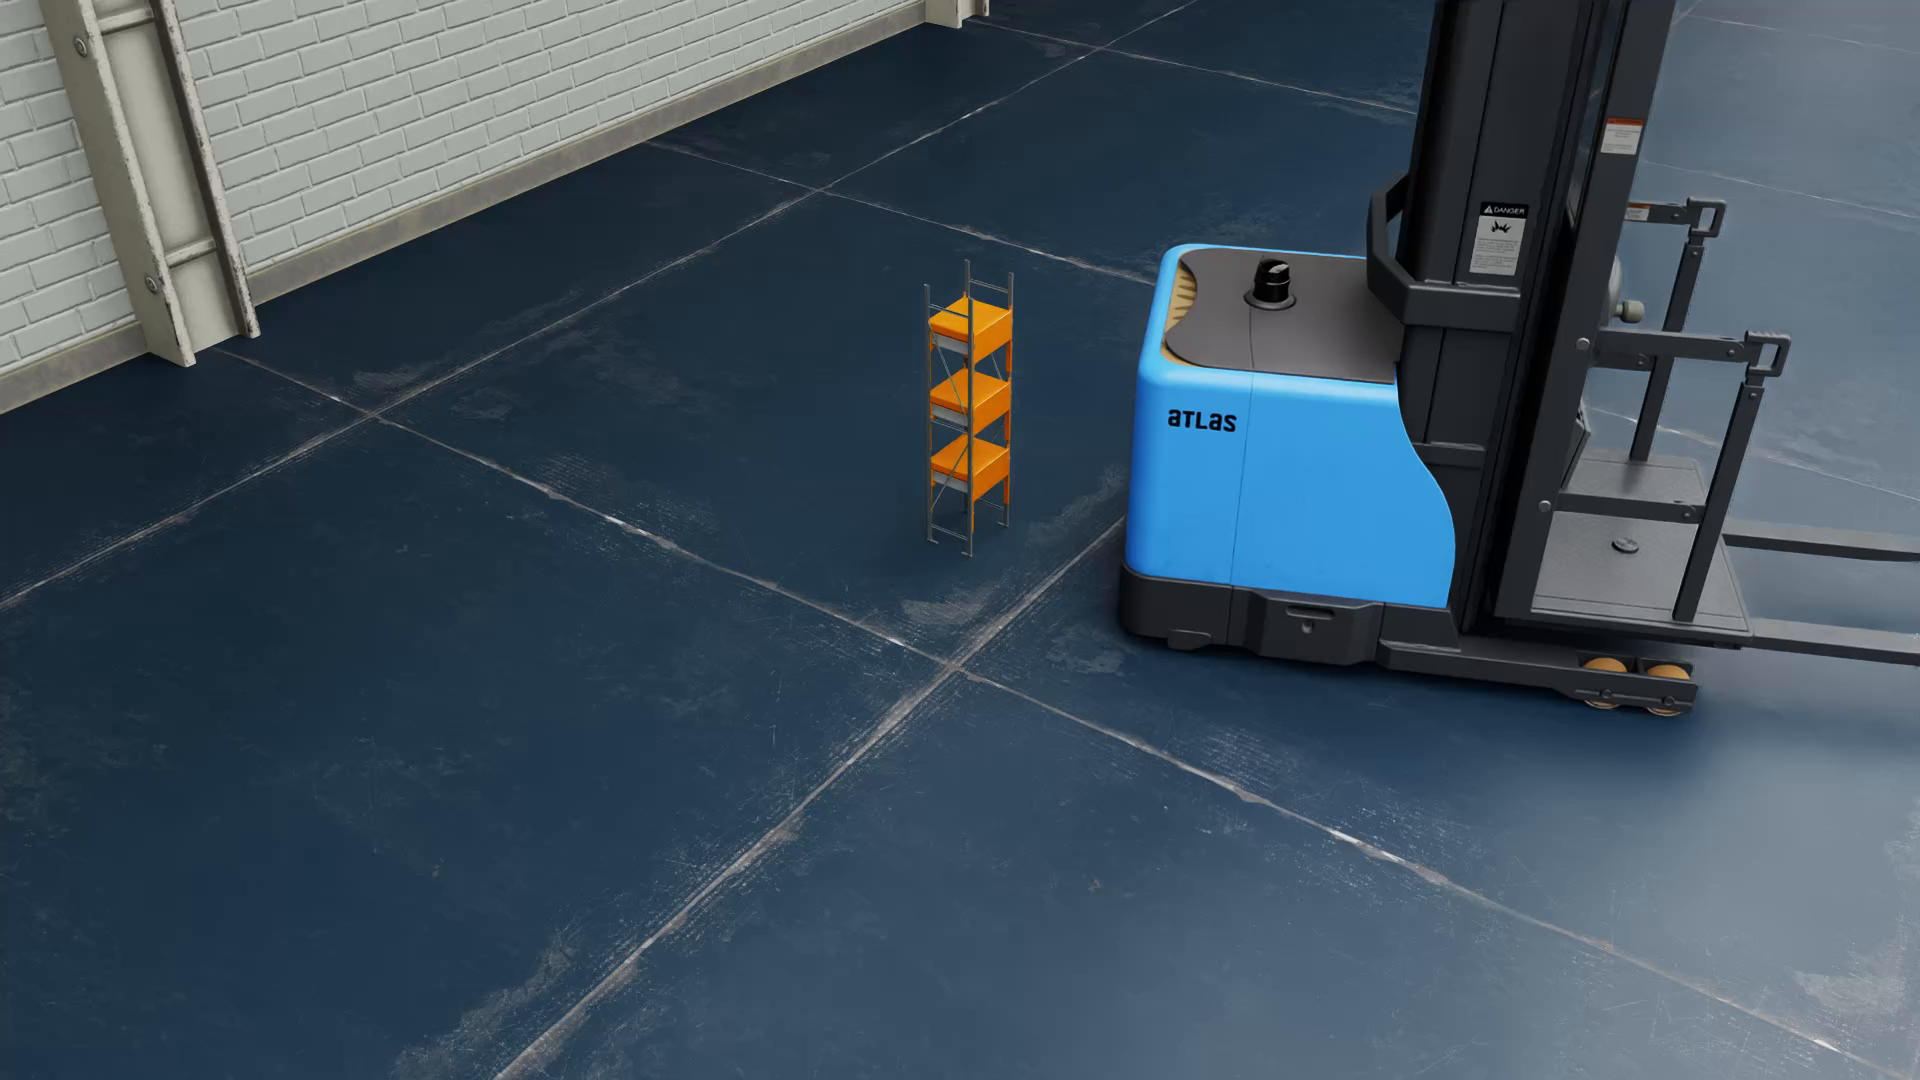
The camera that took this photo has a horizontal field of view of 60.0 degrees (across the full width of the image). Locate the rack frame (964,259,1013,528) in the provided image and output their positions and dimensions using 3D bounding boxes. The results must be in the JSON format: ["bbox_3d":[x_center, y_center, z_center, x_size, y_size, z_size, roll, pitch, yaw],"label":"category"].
[{"bbox_3d":[0.100,-0.516,6.075,0.200,1.050,0.008,21,39,28],"label":"rack frame"}]

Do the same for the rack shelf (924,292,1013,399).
[{"bbox_3d":[0.031,-0.686,5.839,0.215,0.259,0.240,21,39,28],"label":"rack shelf"}]

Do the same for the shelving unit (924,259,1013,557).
[{"bbox_3d":[0.031,-0.460,5.992,0.215,1.050,0.252,21,39,28],"label":"shelving unit"}]

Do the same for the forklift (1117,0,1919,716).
[{"bbox_3d":[2.110,-0.967,5.064,3.031,2.935,1.130,6,35,9],"label":"forklift"}]

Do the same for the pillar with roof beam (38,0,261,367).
[{"bbox_3d":[0.085,-3.258,3.035,9.100,9.000,0.400,21,39,28],"label":"pillar with roof beam"}]

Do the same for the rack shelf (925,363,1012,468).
[{"bbox_3d":[0.031,-0.451,5.998,0.215,0.259,0.240,21,39,28],"label":"rack shelf"}]

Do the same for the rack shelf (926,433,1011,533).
[{"bbox_3d":[0.031,-0.221,6.154,0.215,0.259,0.240,21,39,28],"label":"rack shelf"}]

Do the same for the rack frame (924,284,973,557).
[{"bbox_3d":[-0.039,-0.403,5.909,0.200,1.050,0.008,21,39,28],"label":"rack frame"}]

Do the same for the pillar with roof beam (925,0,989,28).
[{"bbox_3d":[3.506,-6.020,7.118,9.100,9.000,0.400,21,39,28],"label":"pillar with roof beam"}]
